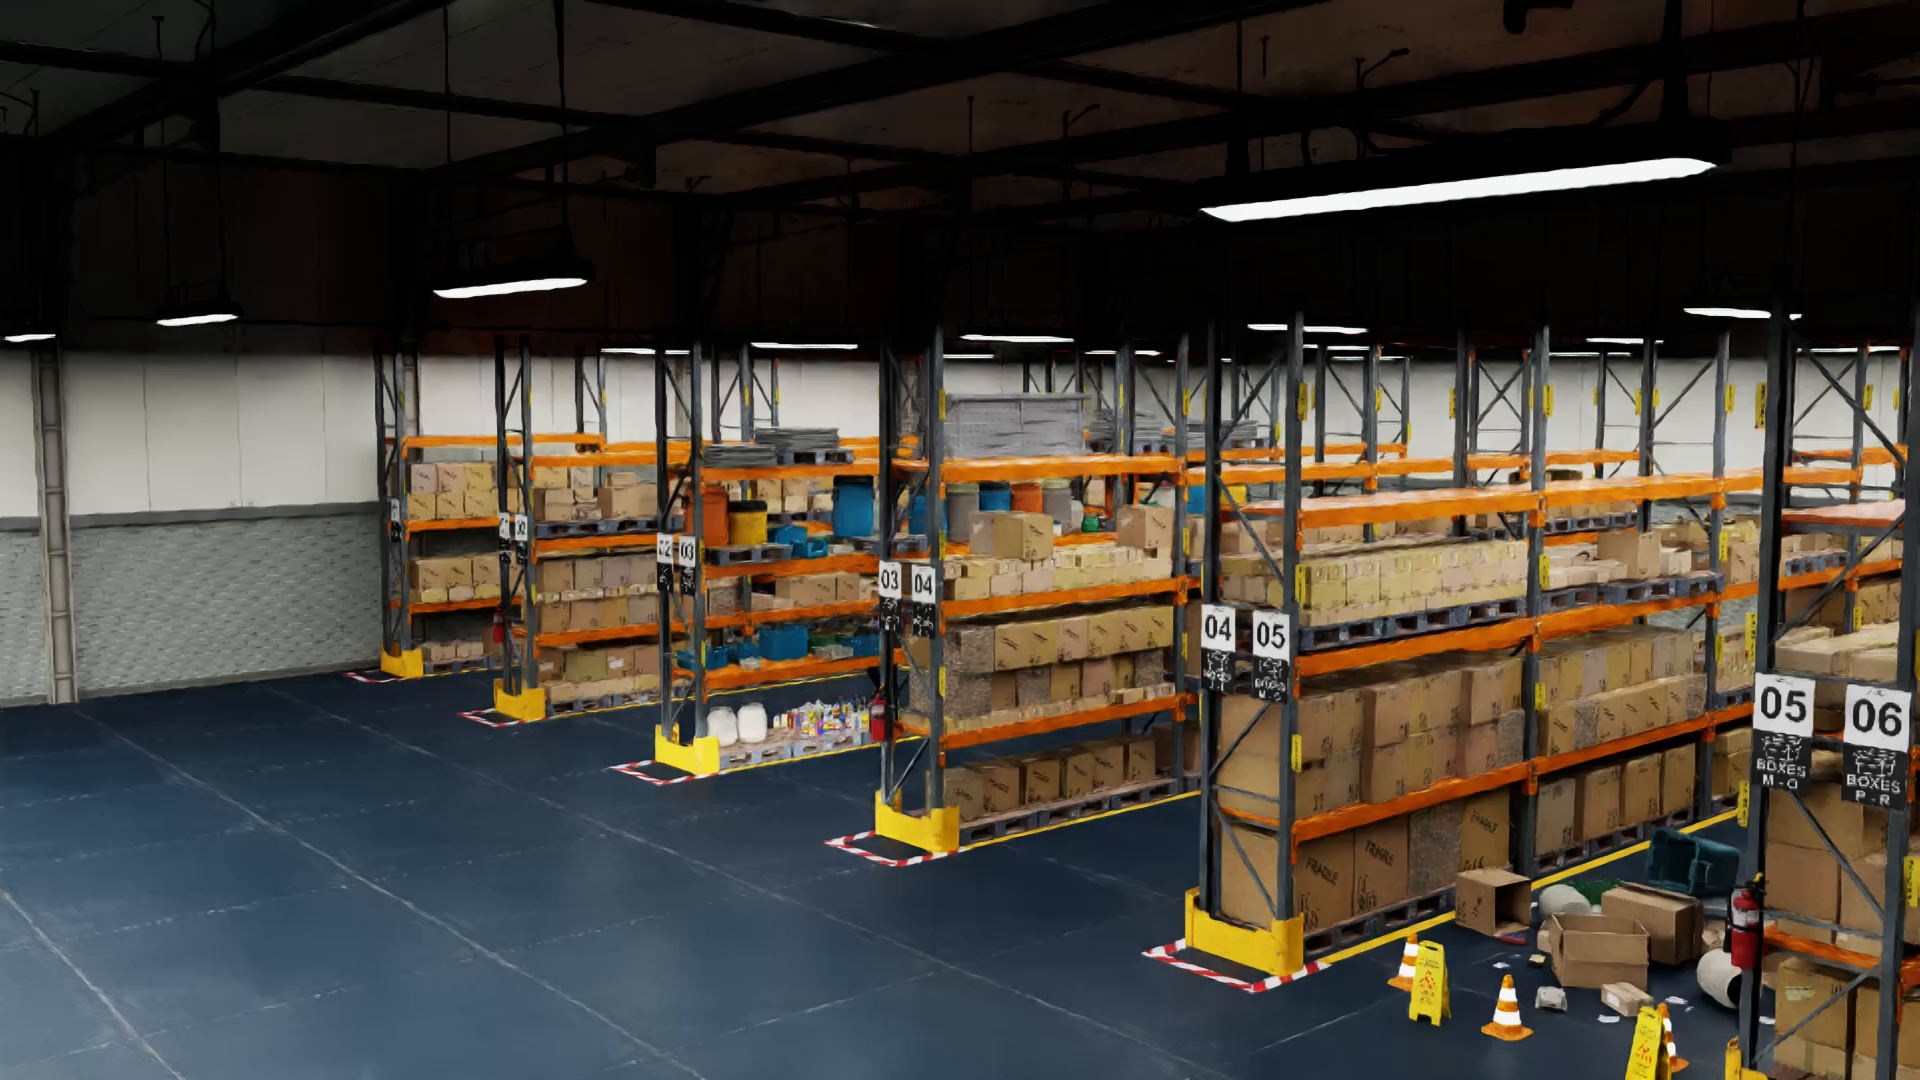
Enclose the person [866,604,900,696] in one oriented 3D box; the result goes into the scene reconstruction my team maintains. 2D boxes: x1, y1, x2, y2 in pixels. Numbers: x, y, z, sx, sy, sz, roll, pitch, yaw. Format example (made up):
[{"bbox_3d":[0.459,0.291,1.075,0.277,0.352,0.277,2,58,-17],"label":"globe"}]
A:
[{"bbox_3d":[-1.306,1.844,27.848,0.510,1.596,0.625,-5,7,-42],"label":"person"}]
